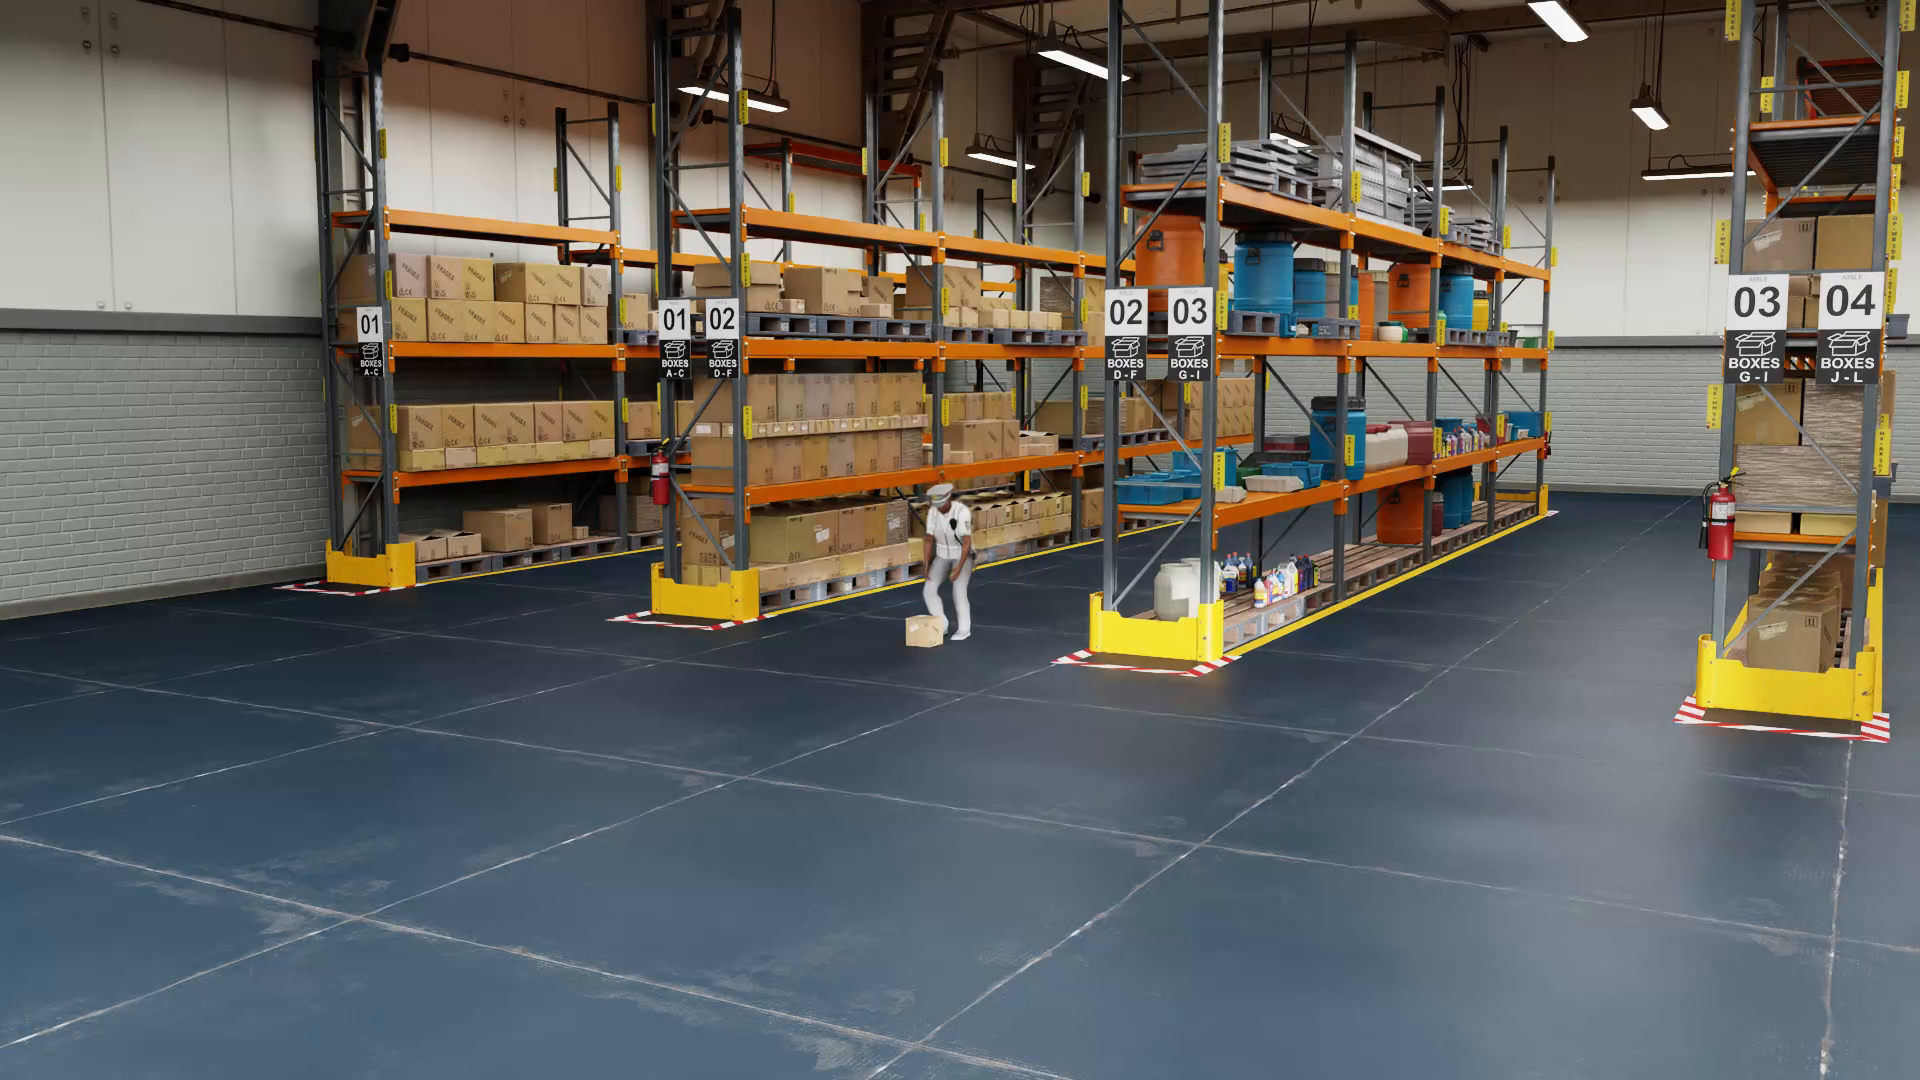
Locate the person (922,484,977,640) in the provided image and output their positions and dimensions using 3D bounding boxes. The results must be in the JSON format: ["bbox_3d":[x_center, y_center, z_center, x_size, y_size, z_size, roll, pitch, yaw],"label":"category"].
[{"bbox_3d":[-0.089,0.199,15.498,0.492,1.464,0.649,3,7,29],"label":"person"}]
